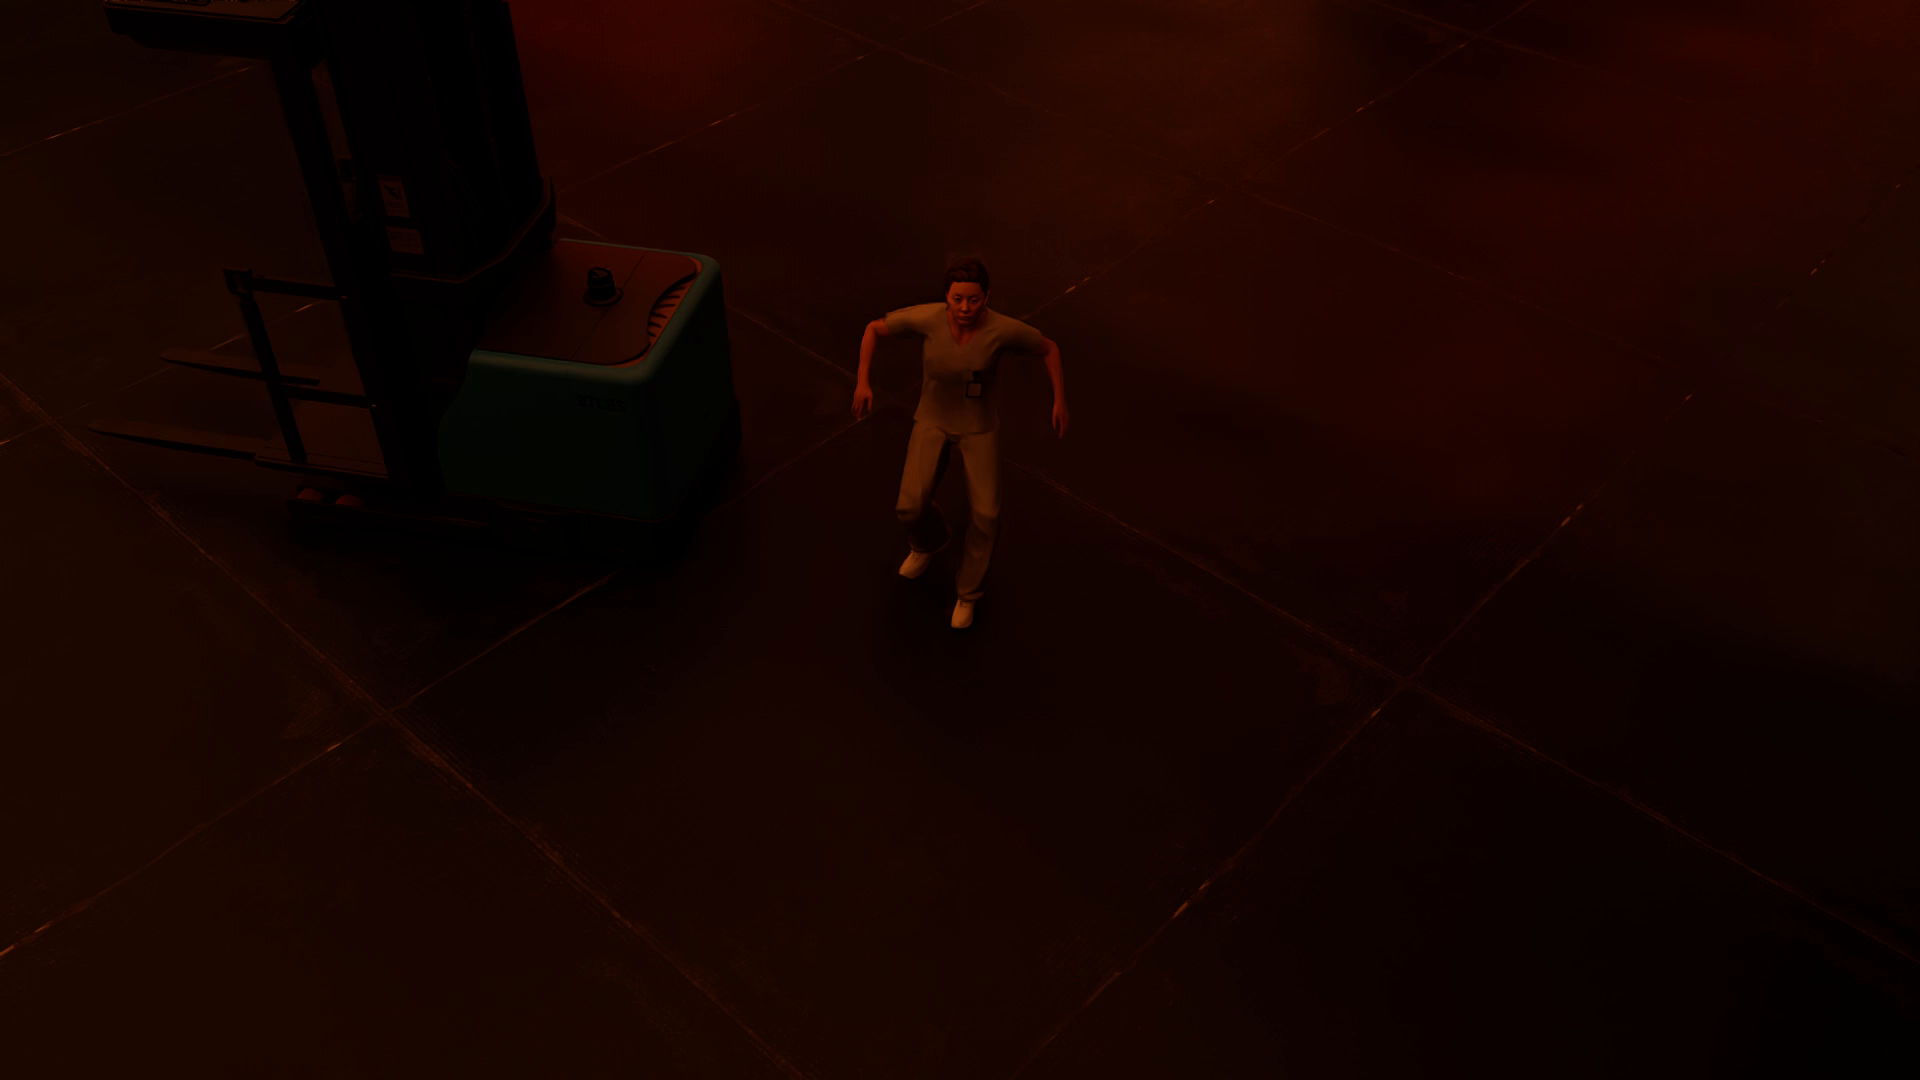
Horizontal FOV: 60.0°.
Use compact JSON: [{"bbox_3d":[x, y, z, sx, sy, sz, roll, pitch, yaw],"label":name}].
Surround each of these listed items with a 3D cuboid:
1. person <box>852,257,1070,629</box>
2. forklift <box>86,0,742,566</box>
[{"bbox_3d":[-0.003,-0.396,6.943,0.901,1.564,0.681,5,41,6],"label":"person"},{"bbox_3d":[-2.639,-1.487,7.161,3.031,2.935,1.130,8,41,9],"label":"forklift"}]
